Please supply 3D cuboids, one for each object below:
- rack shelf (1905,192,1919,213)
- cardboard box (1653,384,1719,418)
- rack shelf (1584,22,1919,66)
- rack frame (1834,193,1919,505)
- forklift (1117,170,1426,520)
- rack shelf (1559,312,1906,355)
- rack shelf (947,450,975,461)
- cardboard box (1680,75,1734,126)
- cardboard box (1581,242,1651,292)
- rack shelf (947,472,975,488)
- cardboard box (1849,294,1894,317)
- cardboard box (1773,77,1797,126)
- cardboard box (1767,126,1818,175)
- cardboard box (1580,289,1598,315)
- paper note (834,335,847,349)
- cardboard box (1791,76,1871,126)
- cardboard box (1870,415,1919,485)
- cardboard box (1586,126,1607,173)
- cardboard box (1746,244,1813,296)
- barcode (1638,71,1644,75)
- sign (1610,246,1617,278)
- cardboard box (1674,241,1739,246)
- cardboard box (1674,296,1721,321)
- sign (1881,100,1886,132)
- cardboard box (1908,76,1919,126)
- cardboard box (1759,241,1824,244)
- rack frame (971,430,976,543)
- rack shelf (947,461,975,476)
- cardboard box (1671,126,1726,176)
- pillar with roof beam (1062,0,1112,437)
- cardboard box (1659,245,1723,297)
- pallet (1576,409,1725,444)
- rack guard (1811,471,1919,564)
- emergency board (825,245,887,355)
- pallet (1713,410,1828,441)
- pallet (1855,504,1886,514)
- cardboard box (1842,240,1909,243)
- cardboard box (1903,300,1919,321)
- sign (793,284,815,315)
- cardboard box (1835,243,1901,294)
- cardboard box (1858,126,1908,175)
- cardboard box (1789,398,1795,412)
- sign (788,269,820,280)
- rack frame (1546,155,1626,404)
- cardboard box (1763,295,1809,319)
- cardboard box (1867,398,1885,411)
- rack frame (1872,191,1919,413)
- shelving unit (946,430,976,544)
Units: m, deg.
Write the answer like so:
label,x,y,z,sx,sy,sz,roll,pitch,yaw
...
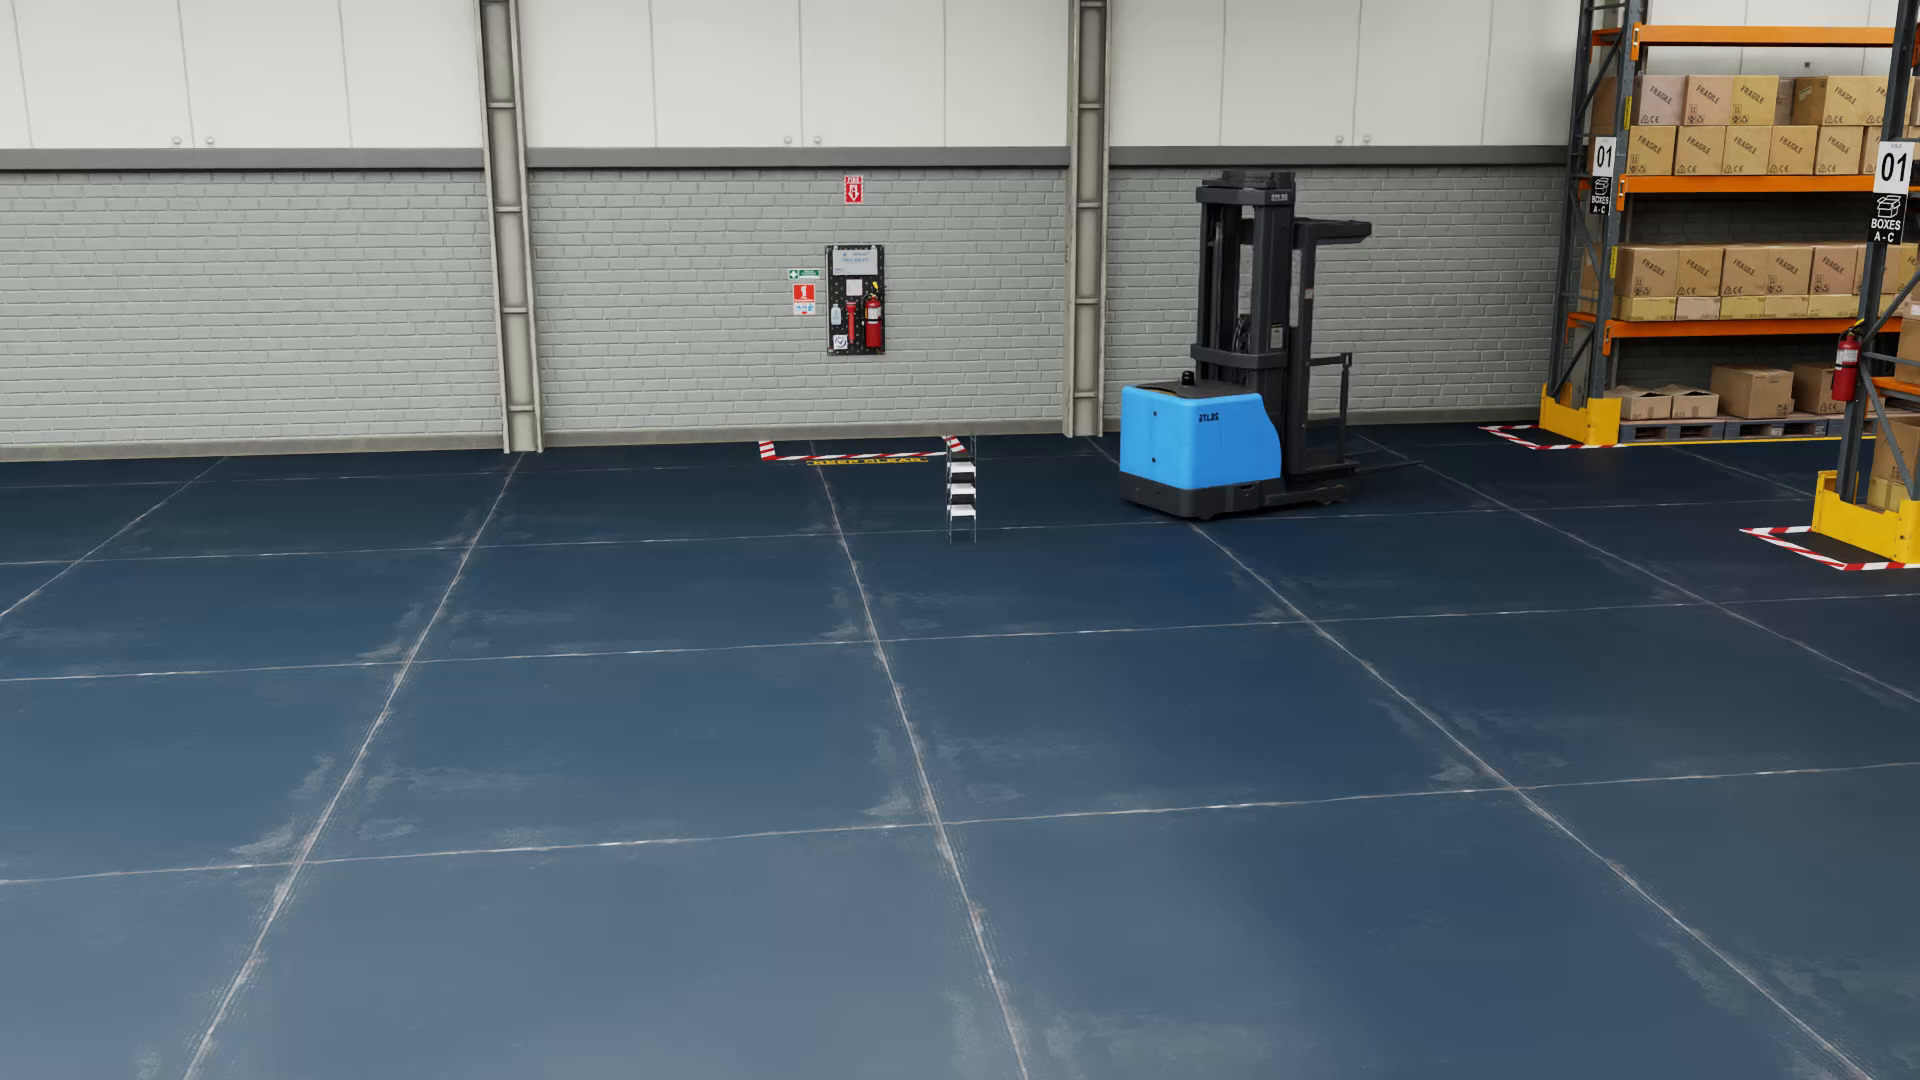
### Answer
label,x,y,z,sx,sy,sz,roll,pitch,yaw
rack shelf,9.442,-2.592,13.203,4.000,0.370,1.077,-2,14,-8
cardboard box,7.984,-1.538,18.312,0.500,0.311,0.500,-1,14,-4
rack shelf,8.700,-5.237,17.590,4.000,0.370,1.077,-2,14,-8
rack frame,7.464,-1.414,13.192,0.127,3.000,1.000,-2,14,-8
forklift,2.952,-1.835,15.012,3.031,2.935,1.130,-8,16,-30
rack shelf,8.700,-2.329,18.319,4.000,0.370,1.077,-2,14,-8
rack shelf,0.008,-0.666,13.556,0.200,0.077,0.258,-2,14,-8
cardboard box,7.643,-4.565,17.288,0.500,0.500,0.500,-2,14,-9
cardboard box,7.157,-2.974,18.139,0.500,0.500,0.500,-2,14,-9
rack shelf,0.008,-0.492,13.600,0.200,0.077,0.258,-2,14,-8
cardboard box,9.761,-2.581,18.113,0.500,0.250,0.500,-2,14,-8
cardboard box,8.637,-4.733,17.959,0.500,0.500,0.500,-2,14,-8
cardboard box,8.666,-4.125,17.592,0.500,0.500,0.500,-1,14,-5
cardboard box,7.156,-2.605,18.212,0.500,0.250,0.500,-2,14,-7
paper note,-1.282,-2.124,17.834,0.142,0.148,0.016,-2,14,-8
cardboard box,9.167,-4.621,17.512,0.500,0.500,0.500,-3,14,-10
cardboard box,7.950,-0.738,13.747,0.500,0.500,0.500,-2,14,-8
cardboard box,7.097,-4.194,17.866,0.500,0.500,0.500,-1,14,-4
cardboard box,8.750,-2.905,17.864,0.500,0.500,0.500,-2,14,-7
barcode,7.350,-5.030,17.953,0.075,0.075,0.001,-2,14,-8
sign,6.803,-2.894,17.317,0.005,0.325,0.100,-2,14,-8
cardboard box,8.167,-3.010,18.281,0.500,0.500,0.500,-2,14,-10
cardboard box,7.763,-2.505,17.813,0.500,0.250,0.500,-3,14,-10
sign,7.397,-3.391,13.251,0.005,0.325,0.100,-2,14,-8
cardboard box,10.223,-4.665,17.687,0.500,0.500,0.500,-3,14,-13
cardboard box,9.176,-3.049,18.440,0.500,0.500,0.500,-2,14,-7
rack frame,0.109,-0.440,13.628,0.006,0.900,0.240,-2,14,-8
rack shelf,0.008,-0.579,13.578,0.200,0.077,0.258,-2,14,-8
cardboard box,7.627,-4.081,17.415,0.500,0.500,0.500,-1,14,-5
pillar with roof beam,1.994,-4.495,13.148,0.400,9.000,9.100,-2,14,-8
cardboard box,7.729,-2.866,17.710,0.500,0.500,0.500,-2,14,-8
pallet,7.606,-1.276,18.376,1.213,0.211,1.003,-2,14,-8
rack guard,7.440,-0.200,13.492,0.348,0.500,1.175,-2,14,-8
emergency board,-1.097,-2.541,17.686,0.643,1.169,0.194,-2,14,-8
pallet,8.810,-1.320,18.549,1.213,0.211,1.003,-2,14,-8
pallet,8.214,-0.099,13.682,1.213,0.211,1.003,-2,14,-8
cardboard box,10.182,-3.084,18.578,0.500,0.500,0.500,-2,14,-10
cardboard box,7.813,-1.836,13.339,0.250,0.149,0.380,-2,14,-9
sign,-1.659,-2.563,17.701,0.234,0.329,0.001,-2,14,-8
cardboard box,9.764,-2.940,18.003,0.500,0.500,0.500,-2,14,-9
cardboard box,9.713,-4.170,17.770,0.500,0.500,0.500,-3,14,-13
cardboard box,9.093,-1.527,18.602,0.250,0.149,0.380,-3,14,-13
sign,-1.653,-2.818,17.628,0.331,0.109,0.001,-2,14,-8
rack frame,6.722,-2.605,17.943,0.127,3.000,1.000,-2,14,-8
cardboard box,8.768,-2.540,17.952,0.500,0.250,0.500,-2,14,-8
cardboard box,10.153,-1.562,18.706,0.250,0.166,0.380,-4,15,-16
rack frame,10.678,-2.750,18.521,0.127,3.000,1.000,-2,14,-8
shelving unit,0.008,-0.437,13.614,0.210,0.900,0.258,-2,14,-8
